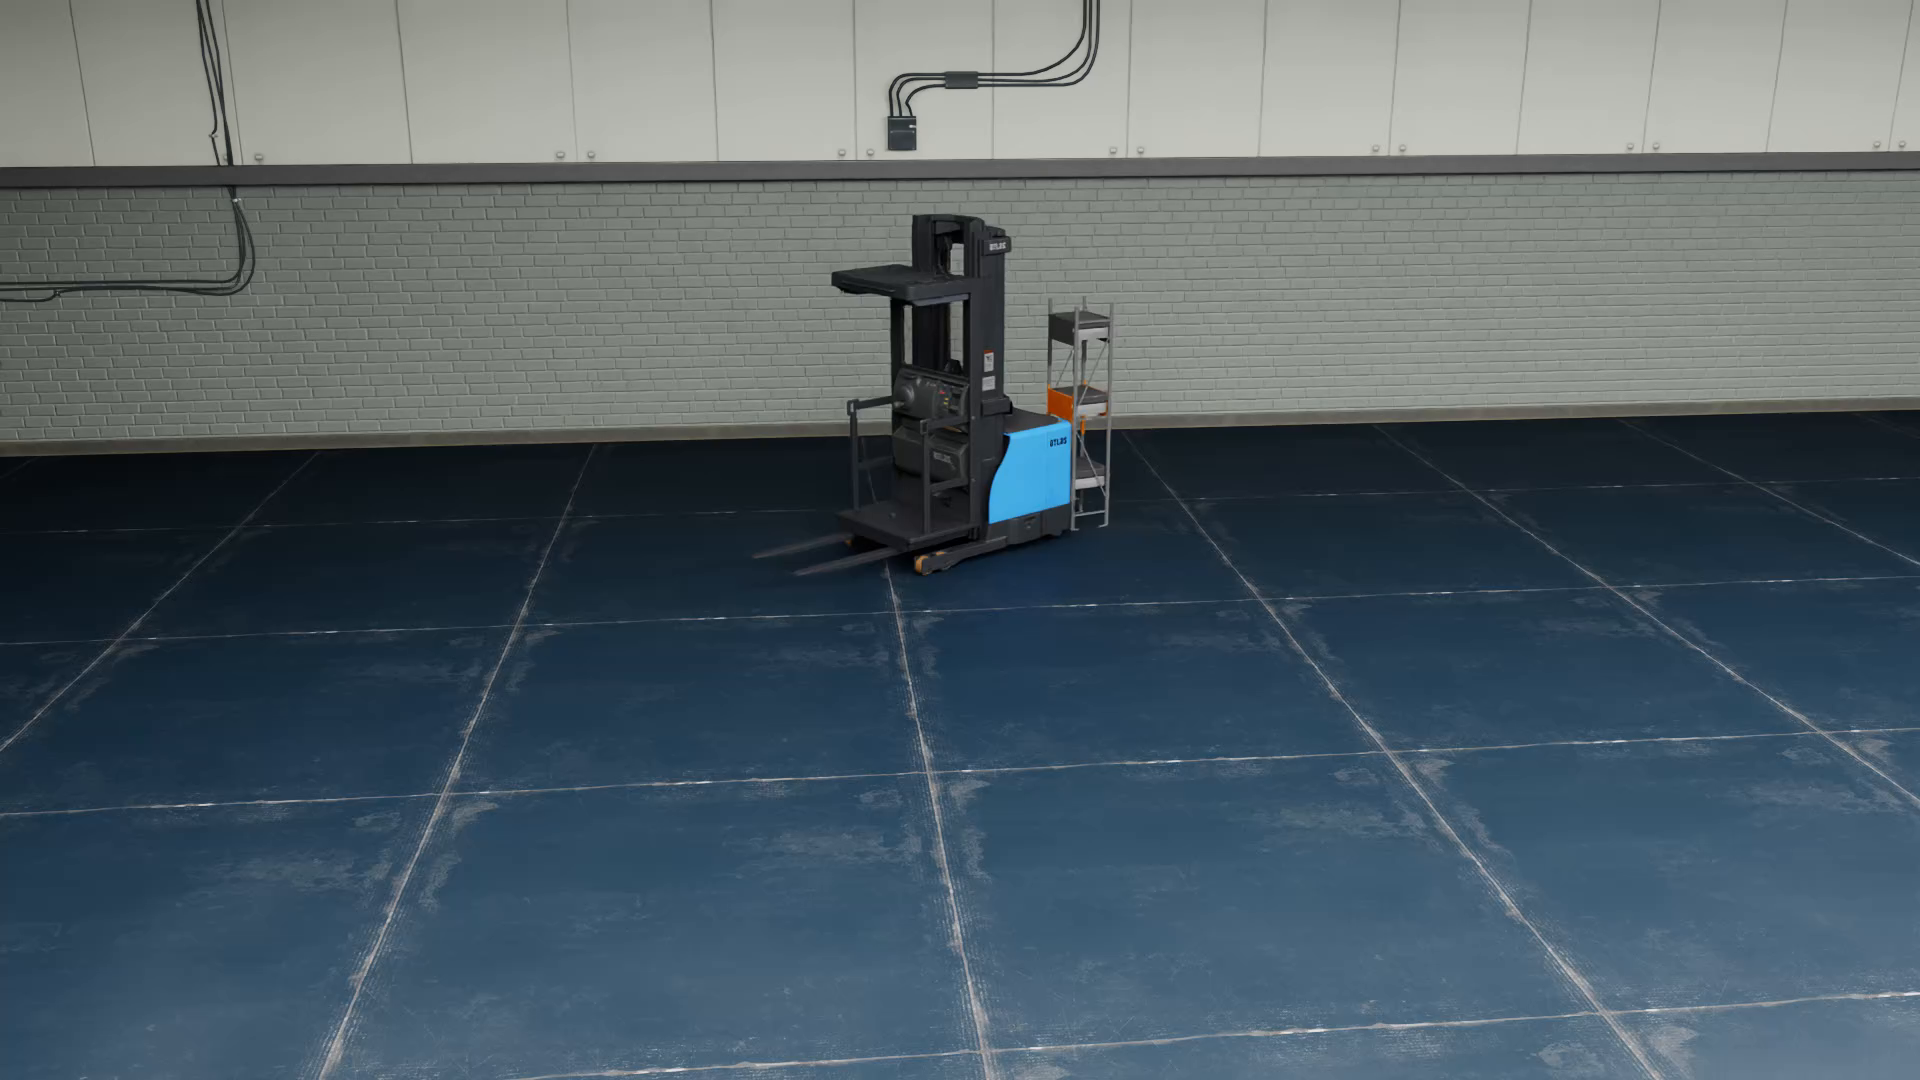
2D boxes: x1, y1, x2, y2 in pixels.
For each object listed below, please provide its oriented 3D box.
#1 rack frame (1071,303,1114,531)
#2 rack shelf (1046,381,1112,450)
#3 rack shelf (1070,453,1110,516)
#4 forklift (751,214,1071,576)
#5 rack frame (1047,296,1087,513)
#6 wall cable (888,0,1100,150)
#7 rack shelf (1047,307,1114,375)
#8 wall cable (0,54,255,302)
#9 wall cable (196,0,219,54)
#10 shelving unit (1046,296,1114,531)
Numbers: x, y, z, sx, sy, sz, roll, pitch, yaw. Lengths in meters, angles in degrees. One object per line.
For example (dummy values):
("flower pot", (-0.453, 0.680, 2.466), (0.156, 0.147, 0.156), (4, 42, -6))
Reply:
("rack frame", (1.214, -1.116, 15.296), (0.400, 2.100, 0.015), (-8, 19, -25))
("rack shelf", (1.107, -1.168, 15.509), (0.431, 0.518, 0.480), (-8, 19, -25))
("rack shelf", (1.108, -0.500, 15.717), (0.431, 0.518, 0.480), (-8, 19, -25))
("forklift", (-0.416, -1.272, 14.408), (3.031, 2.935, 1.130), (-15, 23, -39))
("rack frame", (0.999, -1.246, 15.714), (0.400, 2.100, 0.015), (-8, 19, -25))
("wall cable", (0.368, -7.147, 17.315), (2.305, 6.003, 0.169), (-2, 18, -6))
("rack shelf", (1.106, -1.837, 15.301), (0.431, 0.518, 0.480), (-8, 19, -25))
("wall cable", (-9.077, -3.755, 17.371), (3.097, 2.526, 0.112), (-2, 18, -6))
("wall cable", (-6.386, -6.248, 16.880), (3.097, 2.526, 0.112), (-2, 18, -6))
("shelving unit", (1.107, -1.181, 15.505), (0.431, 2.100, 0.503), (-8, 19, -25))
